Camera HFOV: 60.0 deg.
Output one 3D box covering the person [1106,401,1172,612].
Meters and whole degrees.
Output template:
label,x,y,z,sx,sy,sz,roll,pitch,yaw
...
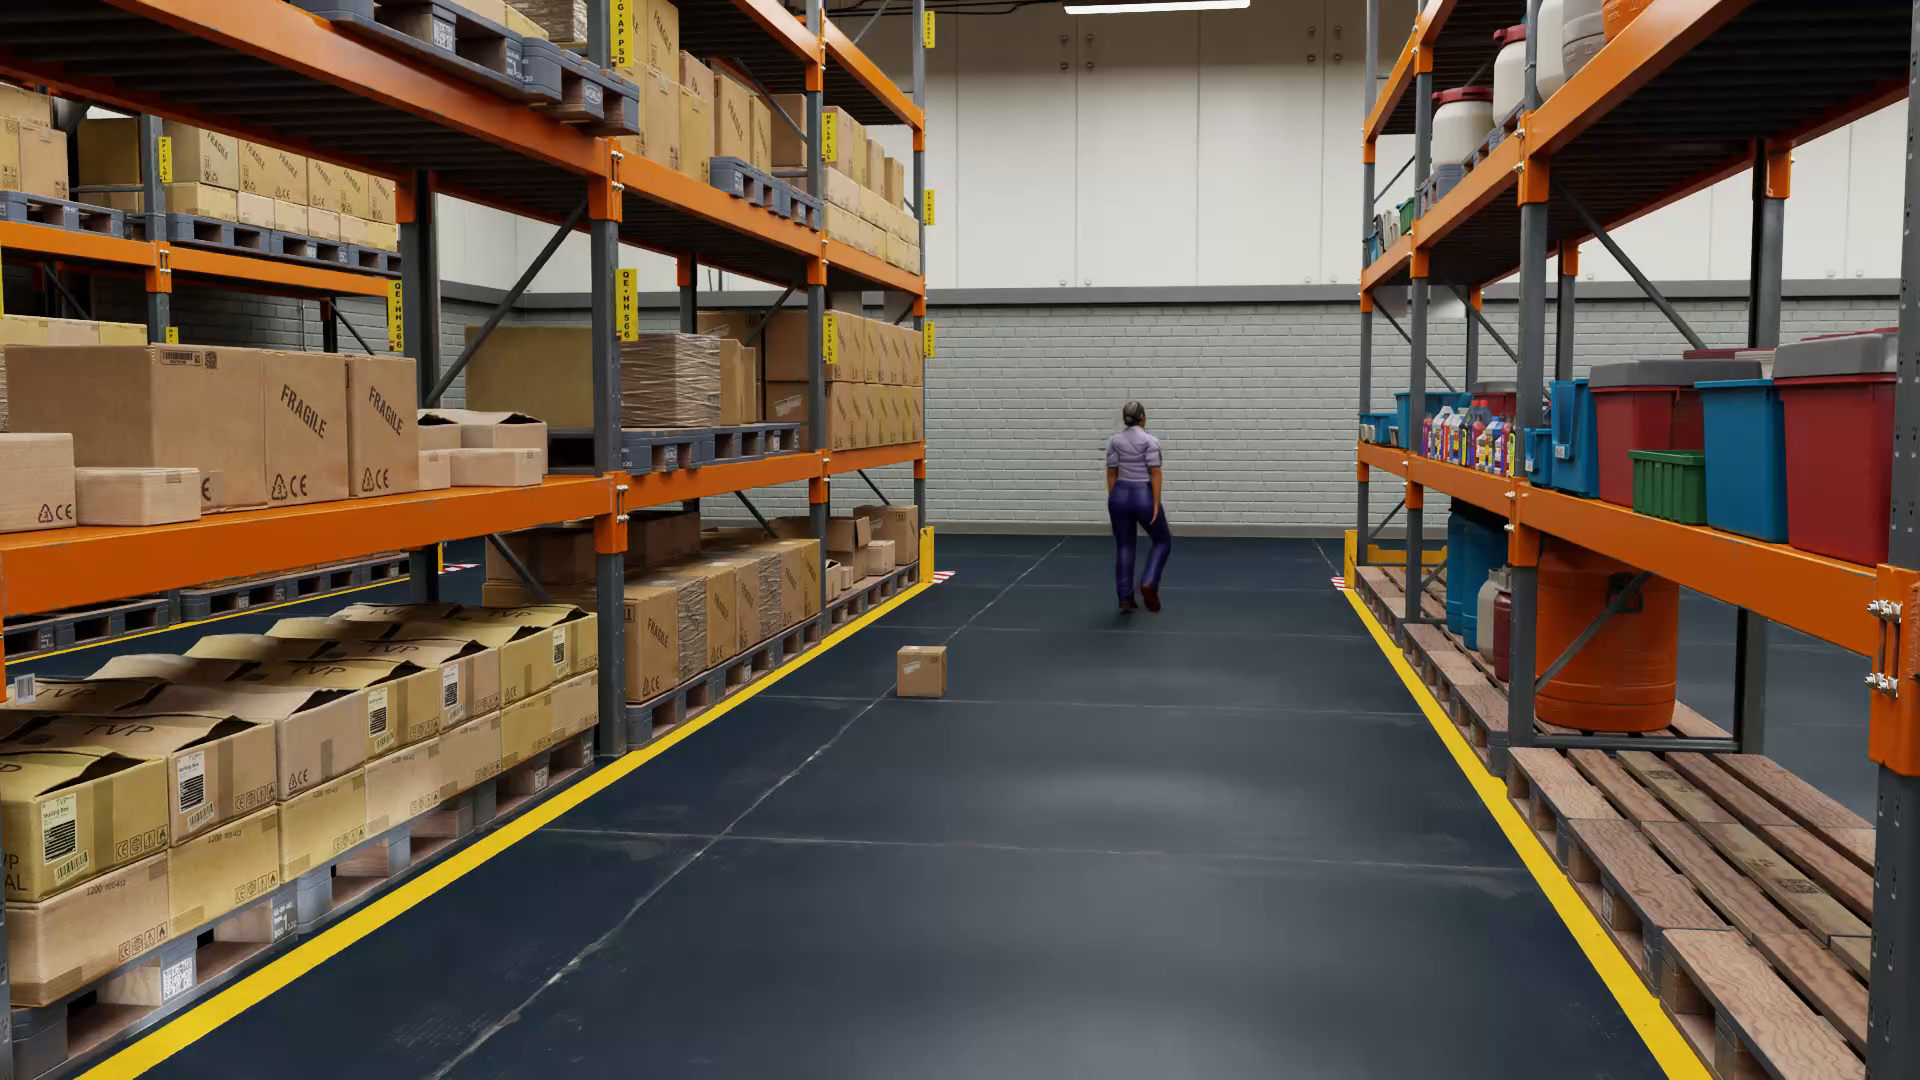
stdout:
label,x,y,z,sx,sy,sz,roll,pitch,yaw
person,1.406,-0.263,13.133,0.486,1.667,0.443,2,5,26
